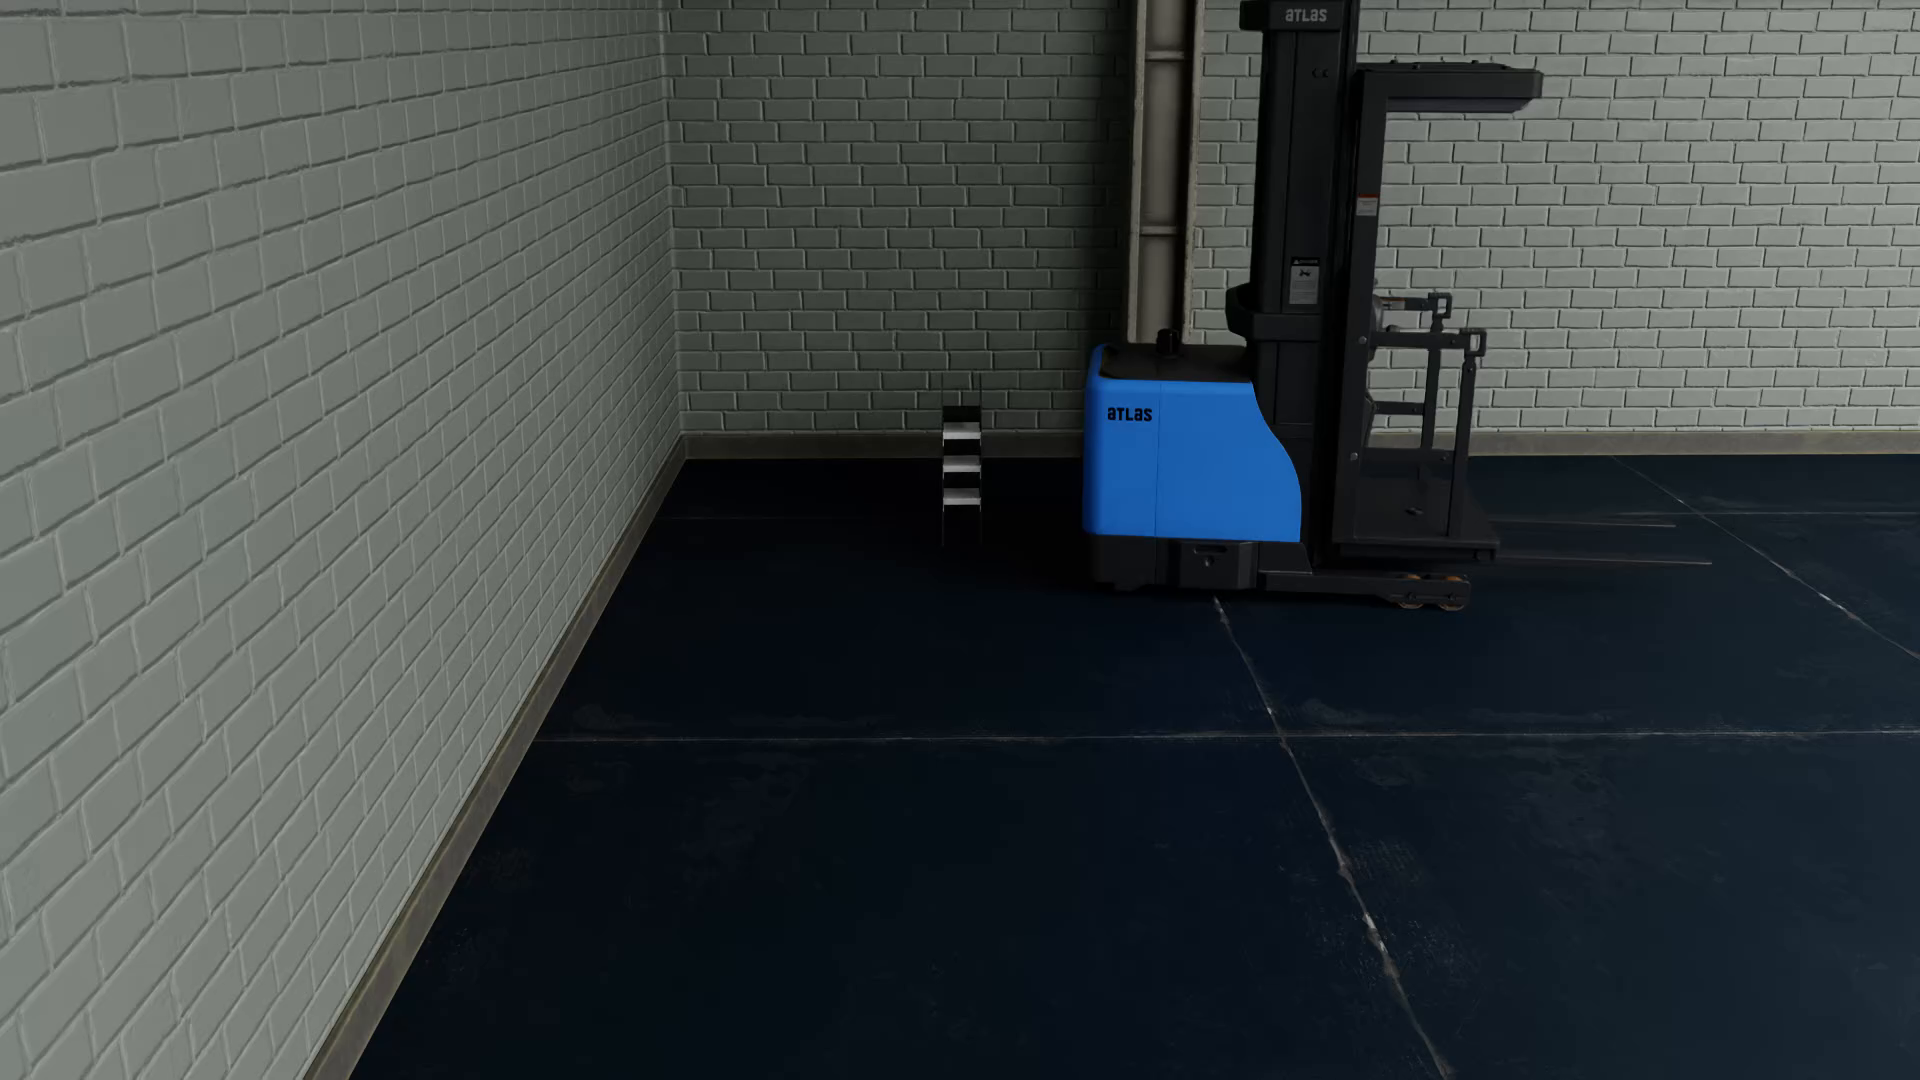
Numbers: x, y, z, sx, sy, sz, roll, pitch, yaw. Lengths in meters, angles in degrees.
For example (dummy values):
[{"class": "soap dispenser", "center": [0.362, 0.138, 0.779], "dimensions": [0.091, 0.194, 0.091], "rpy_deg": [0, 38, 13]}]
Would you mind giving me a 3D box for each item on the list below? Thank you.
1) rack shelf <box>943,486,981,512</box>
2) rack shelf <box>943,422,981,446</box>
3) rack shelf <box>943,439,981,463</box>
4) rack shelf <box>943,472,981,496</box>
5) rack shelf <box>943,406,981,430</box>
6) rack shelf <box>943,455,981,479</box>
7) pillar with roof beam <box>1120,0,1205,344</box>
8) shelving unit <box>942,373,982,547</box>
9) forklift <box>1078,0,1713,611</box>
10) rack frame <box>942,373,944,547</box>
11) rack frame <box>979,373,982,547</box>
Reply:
[{"class": "rack shelf", "center": [0.008, -0.225, 8.975], "dimensions": [0.200, 0.077, 0.258], "rpy_deg": [0, 18, -1]}, {"class": "rack shelf", "center": [0.008, -0.568, 8.865], "dimensions": [0.200, 0.077, 0.258], "rpy_deg": [0, 18, -1]}, {"class": "rack shelf", "center": [0.008, -0.482, 8.893], "dimensions": [0.200, 0.077, 0.258], "rpy_deg": [0, 18, -1]}, {"class": "rack shelf", "center": [0.008, -0.311, 8.948], "dimensions": [0.200, 0.077, 0.258], "rpy_deg": [0, 18, -1]}, {"class": "rack shelf", "center": [0.008, -0.654, 8.838], "dimensions": [0.200, 0.077, 0.258], "rpy_deg": [0, 18, -1]}, {"class": "rack shelf", "center": [0.008, -0.397, 8.920], "dimensions": [0.200, 0.077, 0.258], "rpy_deg": [0, 18, -1]}, {"class": "pillar with roof beam", "center": [1.283, -3.468, 5.127], "dimensions": [0.400, 9.000, 9.100], "rpy_deg": [0, 18, -1]}, {"class": "shelving unit", "center": [0.008, -0.429, 8.910], "dimensions": [0.210, 0.900, 0.258], "rpy_deg": [0, 18, -1]}, {"class": "forklift", "center": [2.144, -1.226, 8.071], "dimensions": [3.031, 2.935, 1.130], "rpy_deg": [2, 18, 7]}, {"class": "rack frame", "center": [-0.094, -0.428, 8.909], "dimensions": [0.006, 0.900, 0.240], "rpy_deg": [0, 18, -1]}, {"class": "rack frame", "center": [0.110, -0.429, 8.912], "dimensions": [0.006, 0.900, 0.240], "rpy_deg": [0, 18, -1]}]
